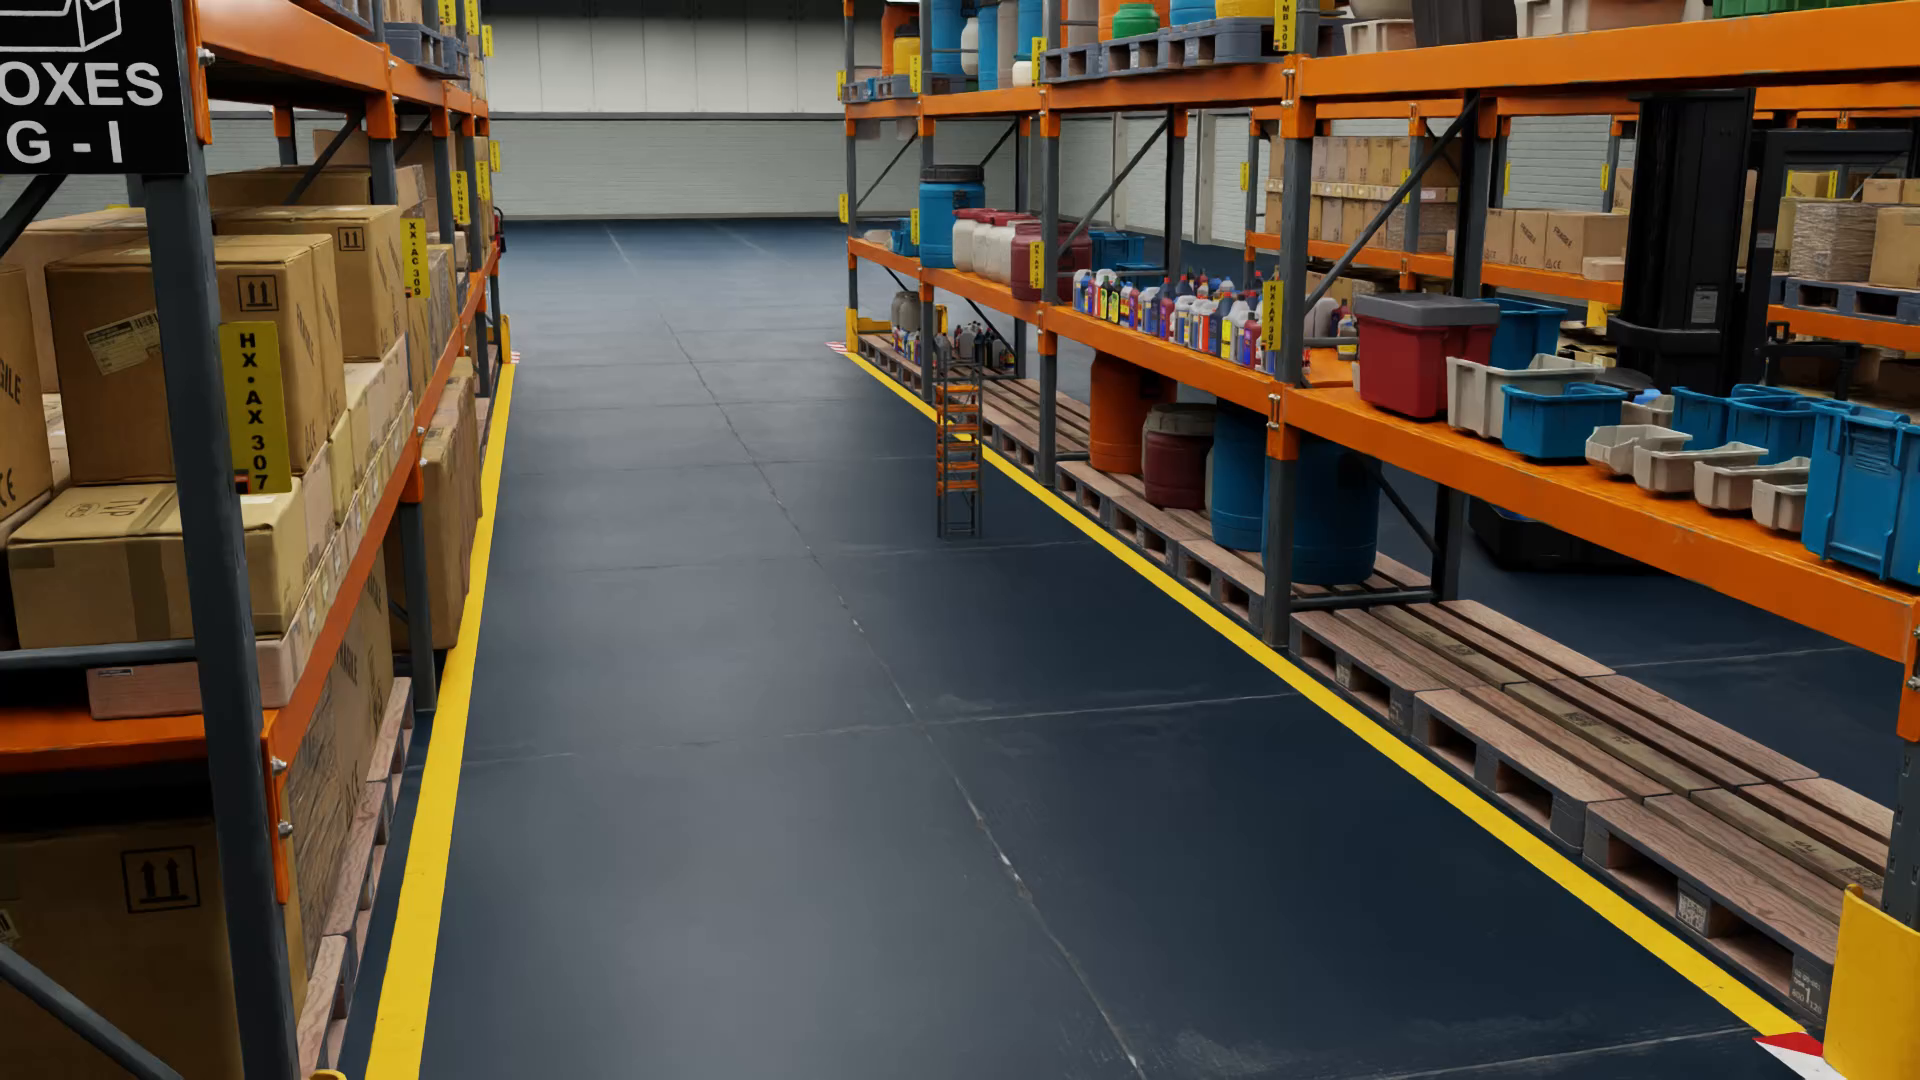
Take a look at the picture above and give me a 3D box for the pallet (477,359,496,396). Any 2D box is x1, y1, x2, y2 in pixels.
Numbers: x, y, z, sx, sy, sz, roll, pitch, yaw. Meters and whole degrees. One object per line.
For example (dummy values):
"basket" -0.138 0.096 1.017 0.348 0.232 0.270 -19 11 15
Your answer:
"pallet" -5.164 -1.607 16.558 1.003 0.211 1.213 -3 14 -13

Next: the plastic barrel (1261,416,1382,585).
"plastic barrel" 1.900 -0.268 8.739 0.600 0.901 0.708 -3 14 -13

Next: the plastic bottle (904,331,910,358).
"plastic bottle" -0.533 -2.029 17.233 0.097 0.271 0.097 0 14 0

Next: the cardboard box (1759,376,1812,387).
"cardboard box" 5.845 -0.913 12.183 0.500 0.500 0.500 -4 14 -15

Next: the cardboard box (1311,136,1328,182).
"cardboard box" 4.366 -4.321 18.850 0.700 0.500 0.500 -3 14 -13

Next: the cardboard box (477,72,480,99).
"cardboard box" -4.906 -4.387 16.058 0.500 0.250 0.500 -4 14 -14

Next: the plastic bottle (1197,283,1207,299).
"plastic bottle" 1.645 -1.633 11.208 0.097 0.201 0.097 0 14 0

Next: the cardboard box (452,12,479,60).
"cardboard box" -5.012 -4.999 16.355 0.500 0.500 0.500 -3 14 -13

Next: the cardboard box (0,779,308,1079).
"cardboard box" -2.092 0.927 3.904 0.875 0.875 0.875 -3 14 -13

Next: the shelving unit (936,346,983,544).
"shelving unit" -0.003 -0.586 10.298 0.258 1.200 0.189 -3 14 -13

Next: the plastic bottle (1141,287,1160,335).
"plastic bottle" 1.185 -1.381 10.023 0.152 0.276 0.135 -3 14 -13

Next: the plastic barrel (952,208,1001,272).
"plastic barrel" 0.144 -2.635 14.607 0.433 0.535 0.433 0 14 0

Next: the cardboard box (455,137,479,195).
"cardboard box" -4.541 -3.323 14.764 0.500 0.500 0.500 -3 14 -13

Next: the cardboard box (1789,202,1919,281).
"cardboard box" 6.174 -2.047 11.388 0.700 0.500 0.500 -1 14 -3

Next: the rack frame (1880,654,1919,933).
"rack frame" 2.951 -0.034 4.246 1.000 3.000 0.127 -3 14 -13

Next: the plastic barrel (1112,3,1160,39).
"plastic barrel" 1.097 -3.208 10.359 0.294 0.245 0.294 0 14 0

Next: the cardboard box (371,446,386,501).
"cardboard box" -2.111 -0.210 5.496 0.380 0.149 0.250 -4 14 -14

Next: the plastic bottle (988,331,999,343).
"plastic bottle" 0.346 -1.938 16.696 0.144 0.351 0.185 -3 14 -12

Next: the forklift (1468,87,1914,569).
"forklift" 4.694 -1.325 9.673 3.031 2.935 1.130 1 14 5

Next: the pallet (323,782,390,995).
"pallet" -2.411 1.136 5.334 1.003 0.211 1.213 -3 14 -13

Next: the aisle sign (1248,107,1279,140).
"aisle sign" 3.695 -5.261 20.164 0.394 0.787 0.004 -3 14 -13

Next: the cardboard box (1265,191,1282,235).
"cardboard box" 4.106 -3.940 20.025 0.700 0.500 0.500 -3 14 -13

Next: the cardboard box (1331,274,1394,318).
"cardboard box" 4.399 -2.636 18.225 0.500 0.500 0.500 -3 14 -13

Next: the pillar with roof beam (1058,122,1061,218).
"pillar with roof beam" -1.402 -13.759 47.784 9.100 9.000 0.548 -3 14 -13

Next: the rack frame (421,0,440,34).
"rack frame" -3.743 -4.518 9.958 1.000 3.000 0.127 -3 14 -13

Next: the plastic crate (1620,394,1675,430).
"plastic crate" 2.712 -0.473 6.471 0.293 0.136 0.466 -3 14 -13

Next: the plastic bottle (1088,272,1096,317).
"plastic bottle" 0.892 -1.627 11.010 0.061 0.283 0.133 -3 14 -13

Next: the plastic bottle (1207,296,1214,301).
"plastic bottle" 1.431 -1.264 9.550 0.097 0.271 0.097 0 14 0

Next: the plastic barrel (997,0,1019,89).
"plastic barrel" 0.616 -4.247 14.113 0.600 0.901 0.600 0 14 0

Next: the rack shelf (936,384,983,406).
"rack shelf" -0.003 -0.893 10.223 0.258 0.103 0.180 -3 14 -13

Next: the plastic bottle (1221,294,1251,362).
"plastic bottle" 1.477 -1.127 8.822 0.144 0.351 0.185 -3 14 -13

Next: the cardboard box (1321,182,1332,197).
"cardboard box" 4.252 -3.907 18.520 0.380 0.149 0.250 -3 14 -13

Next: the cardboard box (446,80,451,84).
"cardboard box" -3.606 -3.110 10.833 0.500 0.250 0.500 -3 14 -12

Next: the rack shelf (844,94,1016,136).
"rack shelf" -0.337 -4.371 17.195 1.077 0.370 4.000 -3 14 -13

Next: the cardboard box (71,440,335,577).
"cardboard box" -1.843 -0.075 4.102 0.500 0.250 0.500 -3 14 -14

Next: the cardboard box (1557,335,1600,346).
"cardboard box" 5.281 -1.639 14.541 0.500 0.311 0.500 -3 14 -14

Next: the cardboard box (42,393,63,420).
"cardboard box" -2.600 -0.281 4.946 0.500 0.250 0.500 -3 14 -13

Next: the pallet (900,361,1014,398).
"pallet" 0.015 -1.605 16.551 1.003 0.211 1.213 -3 14 -13

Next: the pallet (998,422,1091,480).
"pallet" 0.928 -0.706 12.871 1.003 0.211 1.213 -3 14 -13

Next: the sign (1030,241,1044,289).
"sign" 0.539 -1.926 11.648 0.100 0.325 0.005 -3 14 -13

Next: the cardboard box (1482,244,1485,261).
"cardboard box" 4.957 -2.740 15.850 0.380 0.149 0.250 -3 14 -13

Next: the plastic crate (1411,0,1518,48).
"plastic crate" 2.036 -2.049 6.447 0.497 0.269 0.590 -3 14 -13

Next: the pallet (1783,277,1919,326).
"pallet" 6.349 -1.613 11.114 1.003 0.211 1.213 -3 14 -13

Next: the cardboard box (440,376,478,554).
"cardboard box" -3.399 -0.409 9.372 1.225 0.875 0.875 -3 14 -13

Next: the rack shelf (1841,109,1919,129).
"rack shelf" 10.232 -4.001 15.678 1.077 0.370 4.000 -3 14 -13

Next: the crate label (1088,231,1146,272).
"crate label" 1.101 -2.141 12.795 0.502 0.435 0.616 -3 14 -13

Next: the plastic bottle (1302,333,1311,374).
"plastic bottle" 1.721 -0.944 8.391 0.097 0.201 0.097 0 14 0

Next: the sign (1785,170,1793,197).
"sign" 6.413 -2.711 12.931 0.100 0.325 0.005 -3 14 -13

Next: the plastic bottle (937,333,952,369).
"plastic bottle" -0.159 -1.870 16.414 0.144 0.351 0.185 -3 14 -13

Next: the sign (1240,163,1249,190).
"sign" 3.468 -4.430 20.247 0.100 0.325 0.005 -3 14 -13

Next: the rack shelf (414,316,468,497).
"rack shelf" -3.273 -0.793 8.867 1.077 0.370 4.000 -3 14 -13

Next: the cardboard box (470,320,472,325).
"cardboard box" -5.189 -2.012 16.725 0.500 0.500 0.500 -2 14 -8

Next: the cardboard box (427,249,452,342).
"cardboard box" -3.274 -1.437 9.776 0.500 0.500 0.500 -3 14 -14
